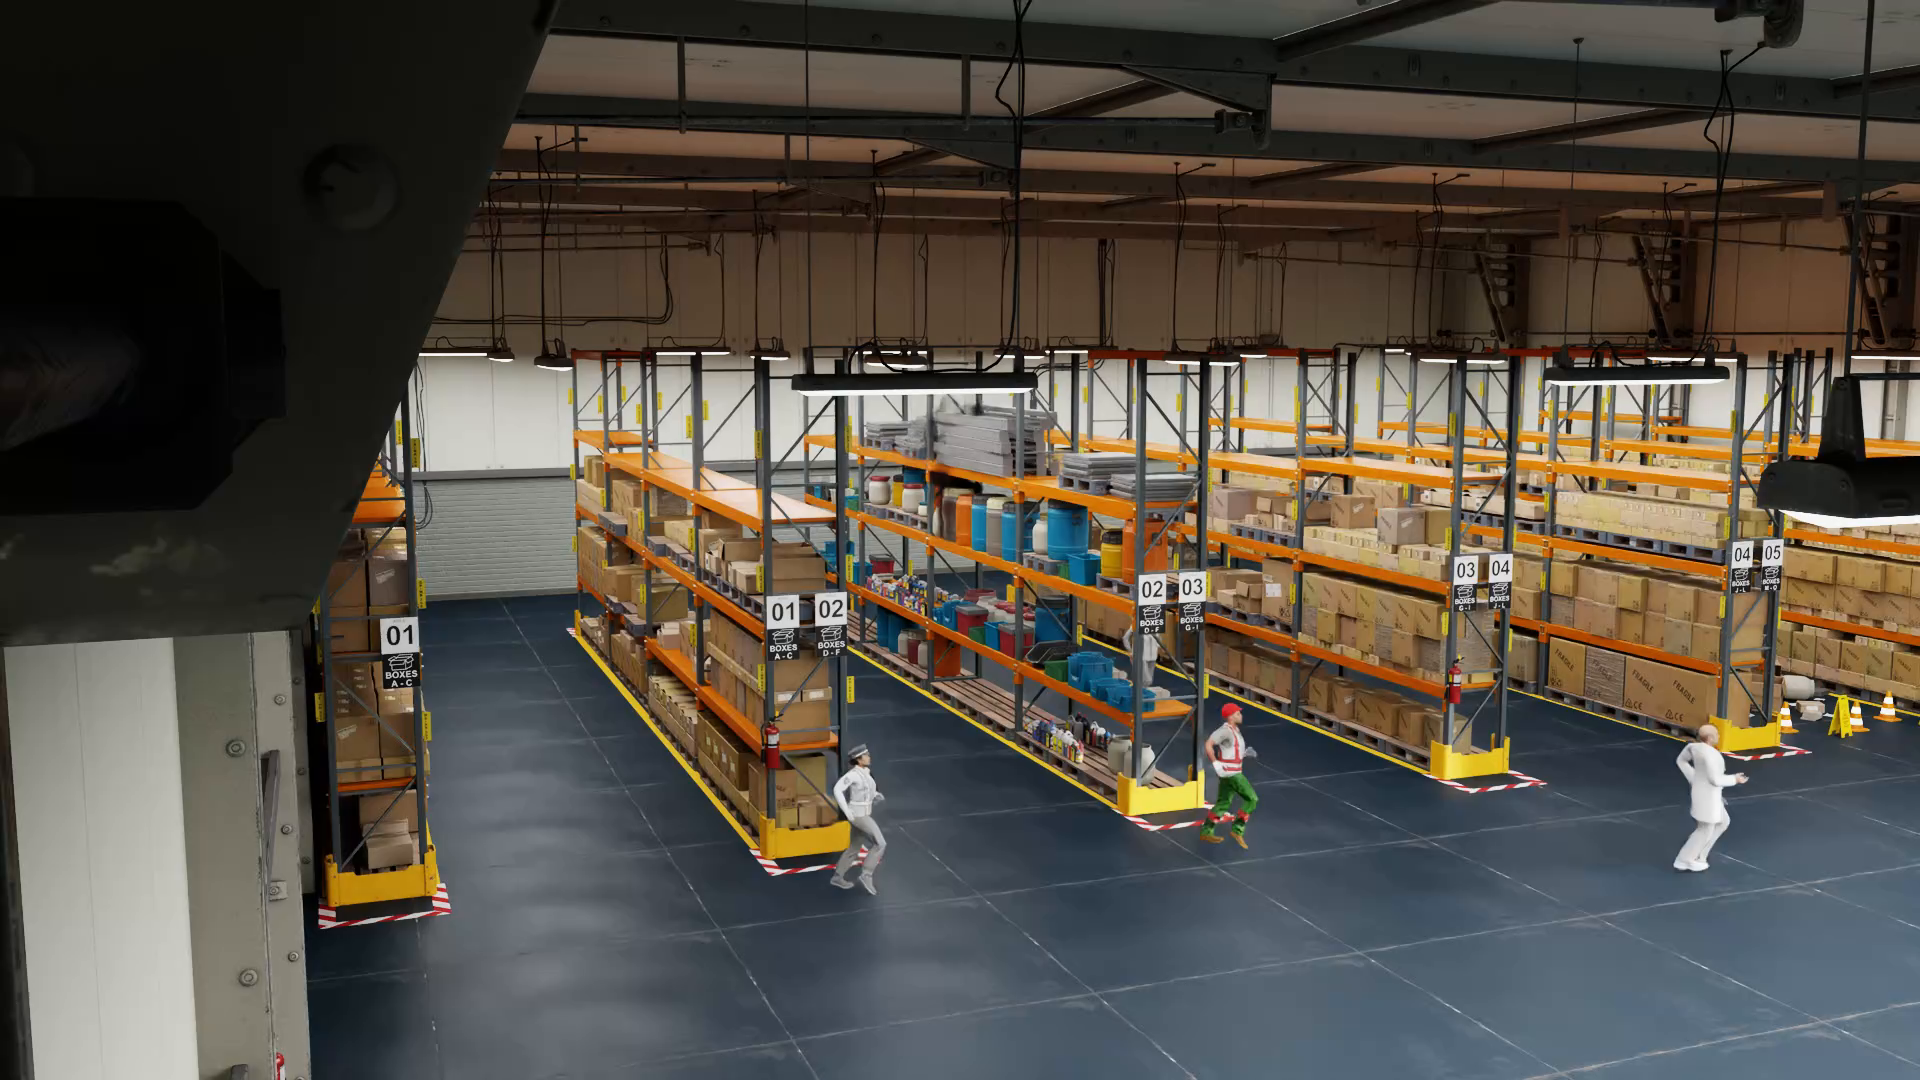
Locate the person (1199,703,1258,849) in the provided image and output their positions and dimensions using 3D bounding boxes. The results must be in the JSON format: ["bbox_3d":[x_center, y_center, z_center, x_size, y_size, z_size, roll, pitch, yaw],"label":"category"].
[{"bbox_3d":[3.333,2.893,20.574,0.706,1.768,0.664,1,7,9],"label":"person"}]

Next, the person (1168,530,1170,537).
[{"bbox_3d":[4.817,0.573,39.432,0.738,1.743,0.922,0,7,3],"label":"person"}]

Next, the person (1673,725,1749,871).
[{"bbox_3d":[8.813,3.041,19.536,0.754,1.778,0.674,1,7,9],"label":"person"}]

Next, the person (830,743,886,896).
[{"bbox_3d":[-1.153,3.155,18.944,0.644,1.701,0.601,0,7,2],"label":"person"}]

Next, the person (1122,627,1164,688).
[{"bbox_3d":[3.129,1.998,27.878,0.661,1.759,0.677,-4,8,-31],"label":"person"}]
